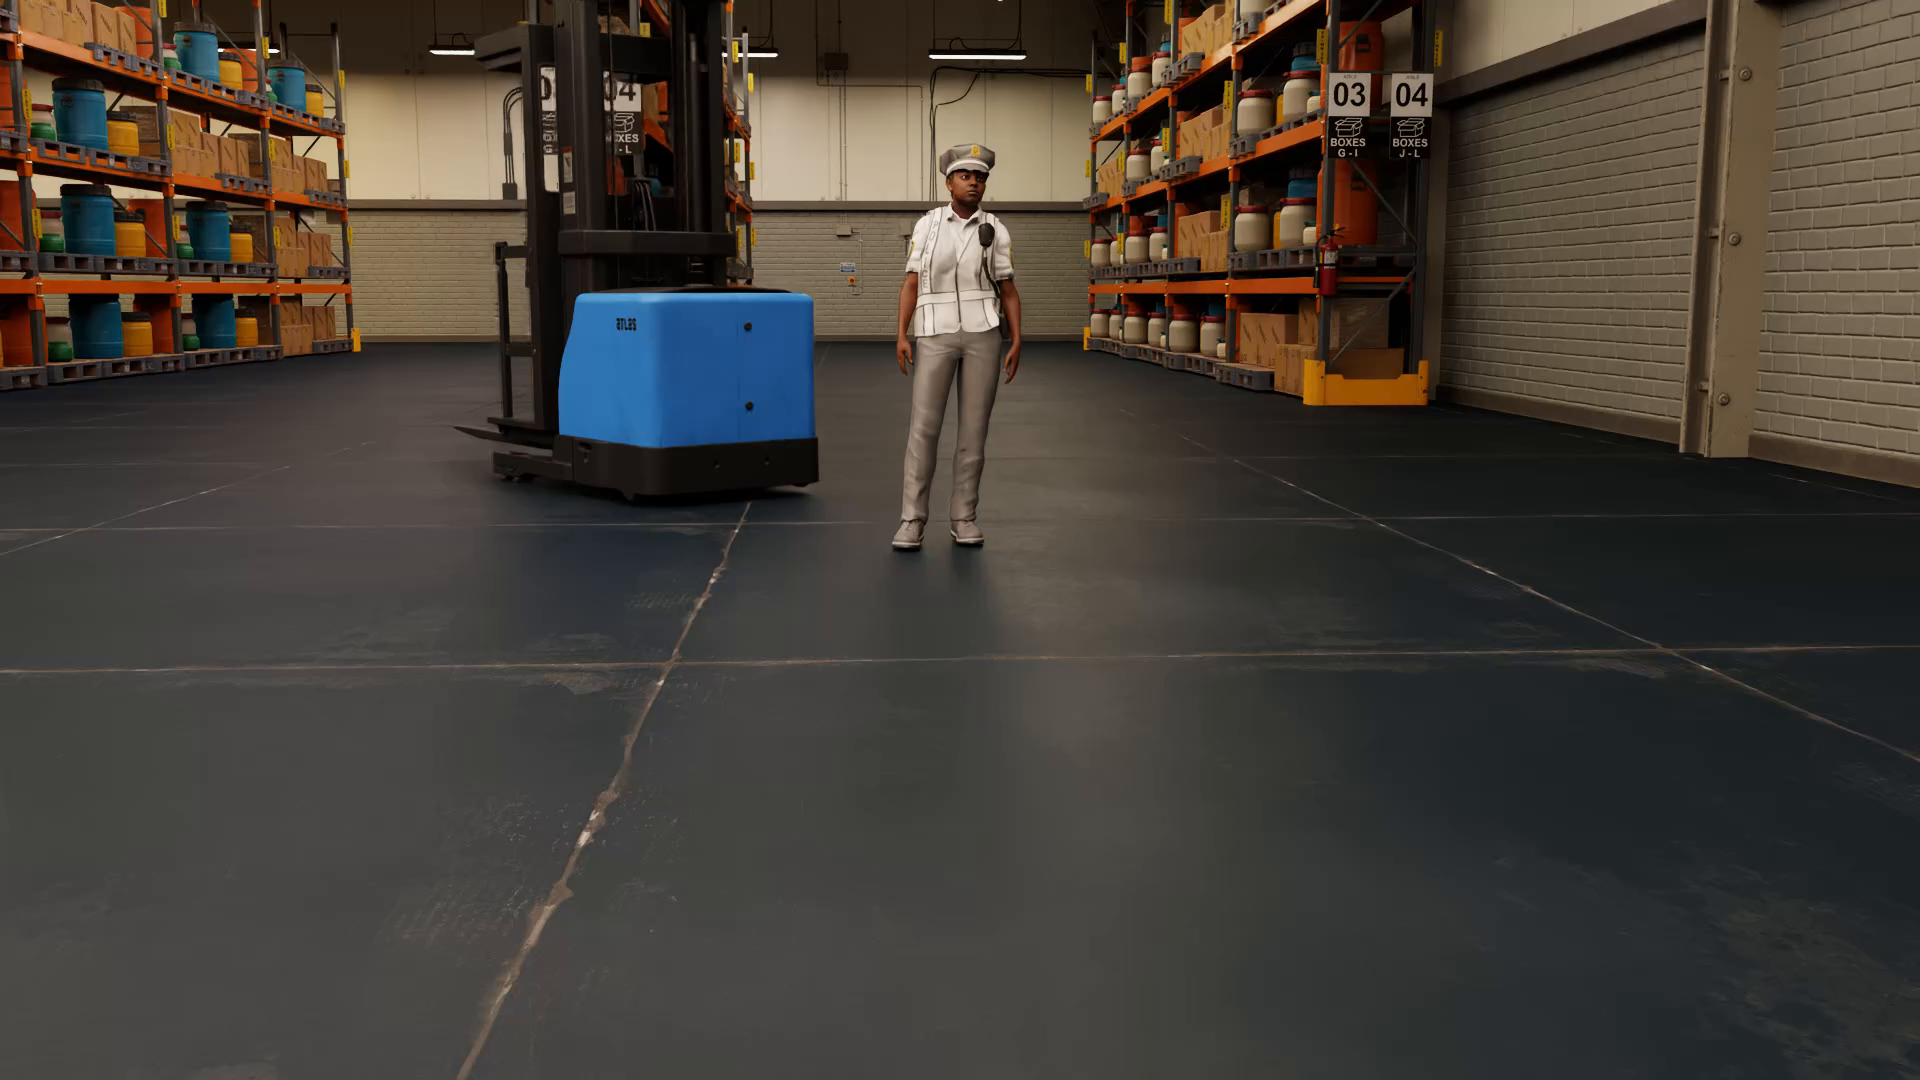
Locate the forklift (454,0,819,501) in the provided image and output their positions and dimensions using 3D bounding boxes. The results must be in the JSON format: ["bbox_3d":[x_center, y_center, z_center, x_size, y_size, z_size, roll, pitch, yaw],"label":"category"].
[{"bbox_3d":[-2.067,-1.818,9.573,1.130,2.935,3.031,-7,11,-38],"label":"forklift"}]

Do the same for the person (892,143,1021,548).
[{"bbox_3d":[-0.015,-0.834,7.109,0.569,1.695,0.528,-1,8,-4],"label":"person"}]
